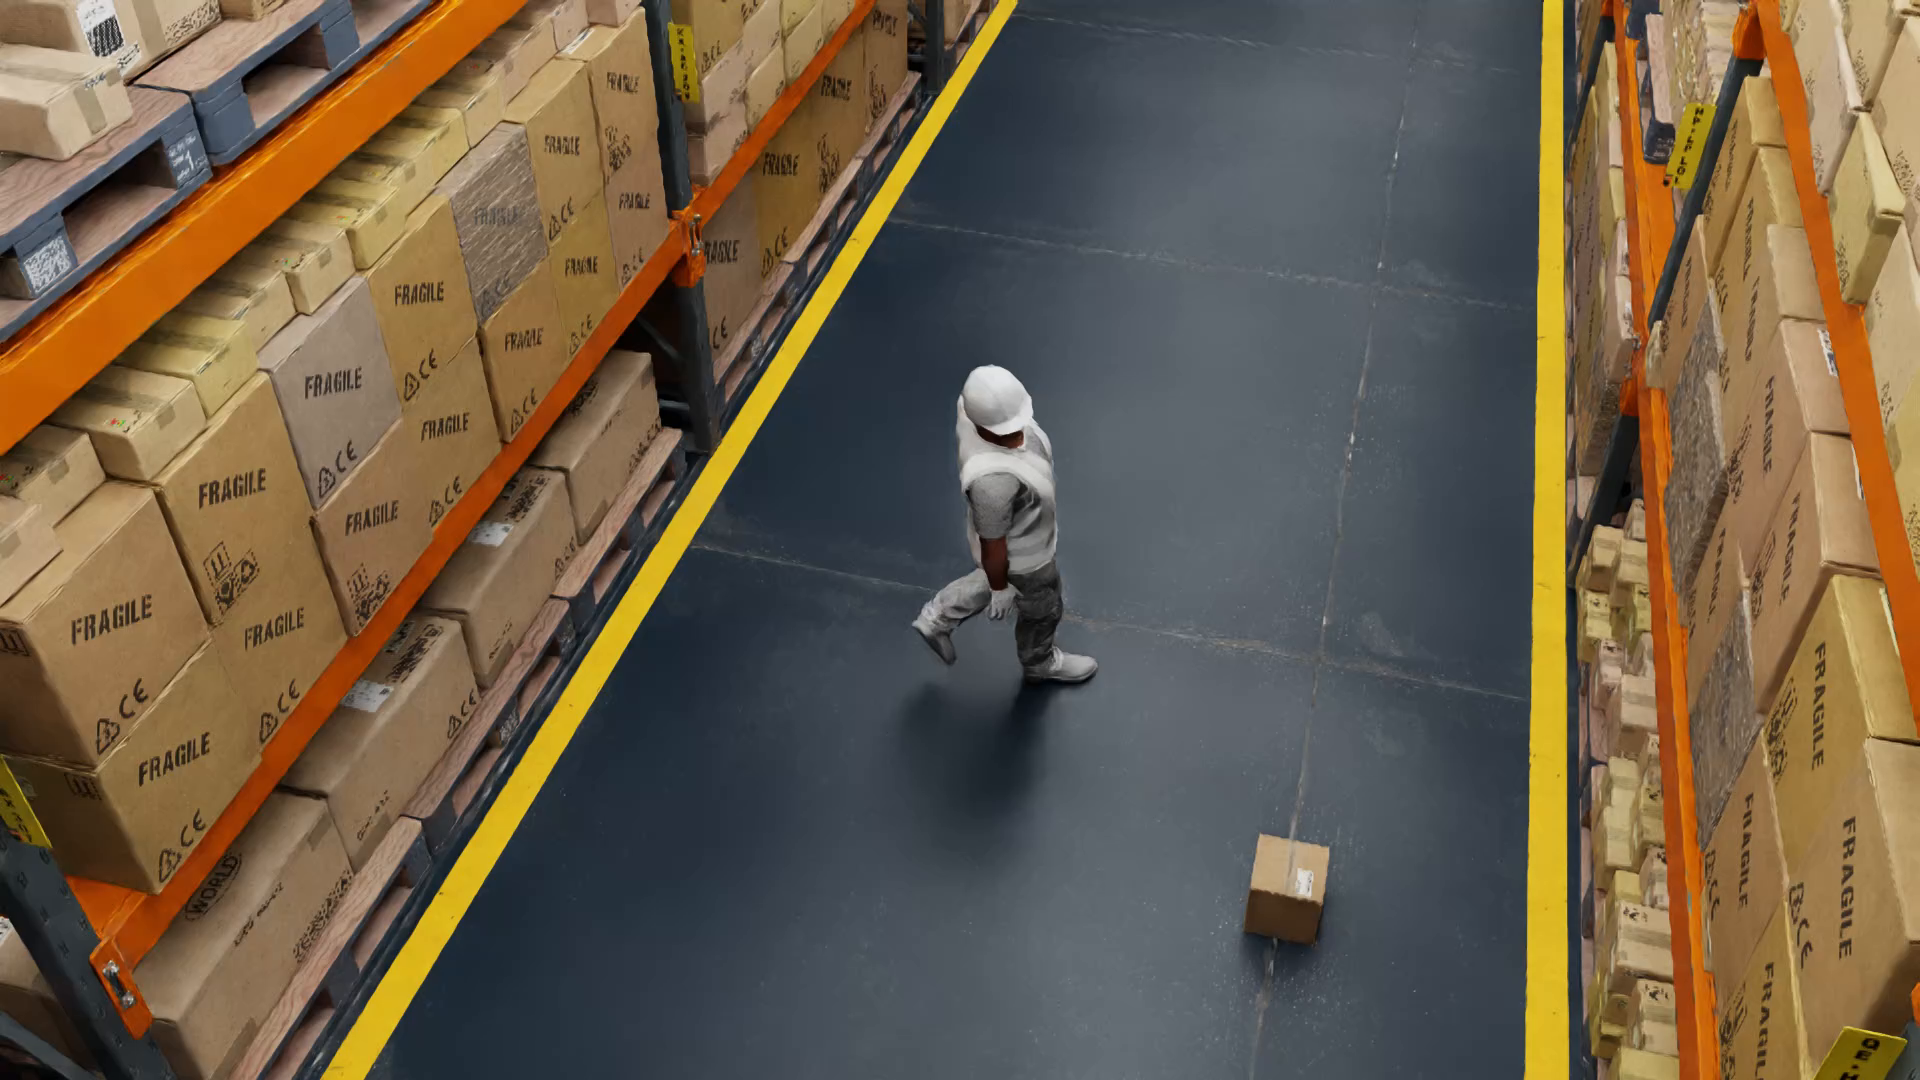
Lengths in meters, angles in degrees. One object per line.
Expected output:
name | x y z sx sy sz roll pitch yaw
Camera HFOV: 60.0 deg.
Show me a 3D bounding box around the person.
person | 0.197 -0.007 6.193 0.766 1.726 0.619 -3 41 -4
